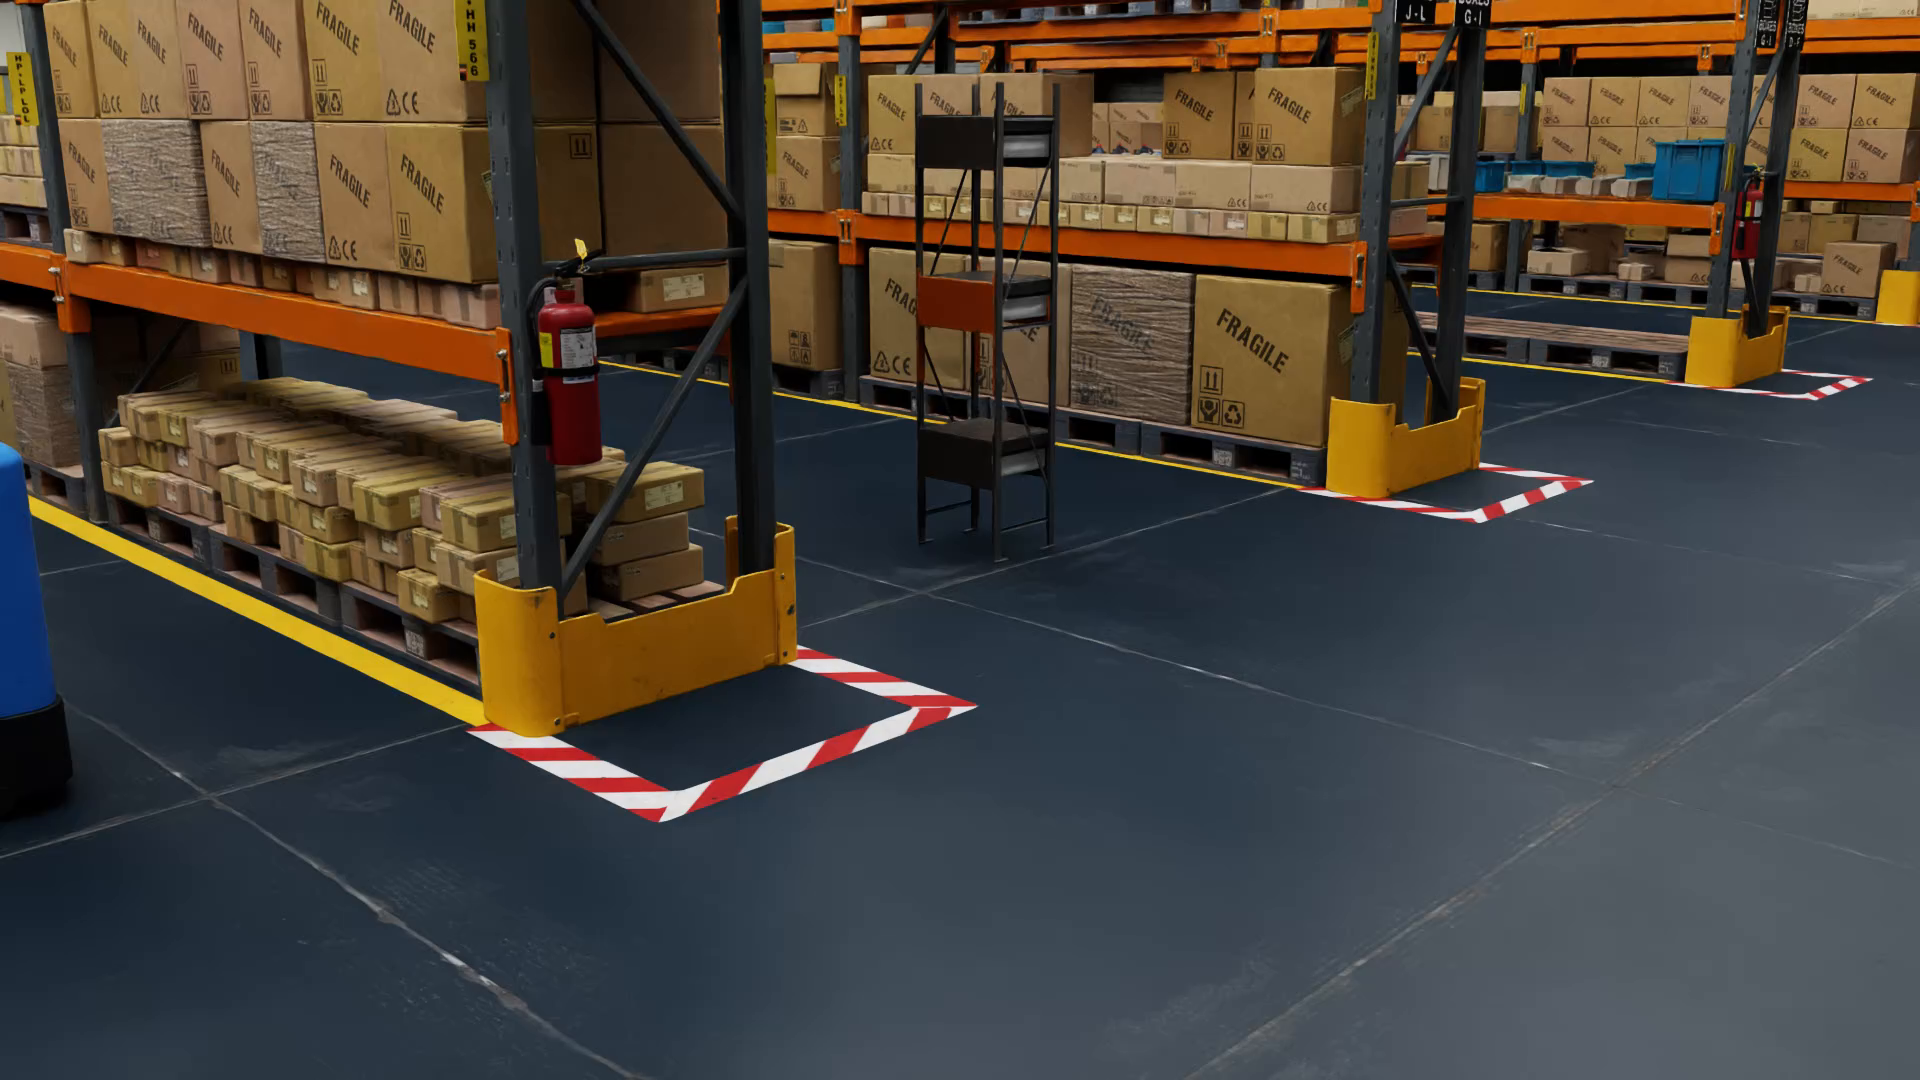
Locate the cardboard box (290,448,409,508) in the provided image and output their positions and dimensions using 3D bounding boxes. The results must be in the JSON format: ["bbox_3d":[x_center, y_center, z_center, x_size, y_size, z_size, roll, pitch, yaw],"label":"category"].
[{"bbox_3d":[-2.404,-0.248,6.576,0.380,0.149,0.250,-14,20,-42],"label":"cardboard box"}]

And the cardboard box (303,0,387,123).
[{"bbox_3d":[-1.924,-1.719,5.809,0.500,0.500,0.500,13,19,40],"label":"cardboard box"}]

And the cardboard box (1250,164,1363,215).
[{"bbox_3d":[1.925,-1.910,9.020,0.500,0.250,0.500,13,20,41],"label":"cardboard box"}]

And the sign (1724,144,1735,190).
[{"bbox_3d":[5.526,-2.677,11.934,0.005,0.325,0.100,14,20,42],"label":"sign"}]

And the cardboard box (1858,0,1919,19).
[{"bbox_3d":[8.784,-5.020,15.599,0.500,0.250,0.500,14,20,42],"label":"cardboard box"}]

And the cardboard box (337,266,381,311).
[{"bbox_3d":[-2.032,-0.935,6.071,0.380,0.149,0.250,-14,20,-43],"label":"cardboard box"}]

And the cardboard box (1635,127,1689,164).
[{"bbox_3d":[7.365,-4.032,17.259,0.500,0.500,0.500,14,20,42],"label":"cardboard box"}]

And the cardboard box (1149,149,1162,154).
[{"bbox_3d":[2.621,-5.091,22.019,0.380,0.149,0.250,-13,19,-40],"label":"cardboard box"}]

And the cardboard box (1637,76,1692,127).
[{"bbox_3d":[7.343,-4.518,17.141,0.500,0.500,0.500,13,19,41],"label":"cardboard box"}]

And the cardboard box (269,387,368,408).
[{"bbox_3d":[-3.104,-0.636,8.065,0.250,0.149,0.380,13,20,42],"label":"cardboard box"}]

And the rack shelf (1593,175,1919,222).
[{"bbox_3d":[7.897,-3.601,17.231,4.000,0.370,1.077,14,20,42],"label":"rack shelf"}]

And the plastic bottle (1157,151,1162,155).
[{"bbox_3d":[1.980,-3.734,16.568,0.097,0.271,0.097,0,15,0],"label":"plastic bottle"}]

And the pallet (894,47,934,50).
[{"bbox_3d":[-0.808,-7.466,24.864,1.213,0.211,1.003,14,20,42],"label":"pallet"}]

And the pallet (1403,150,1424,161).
[{"bbox_3d":[4.981,-4.567,19.891,1.213,0.211,1.003,14,20,42],"label":"pallet"}]

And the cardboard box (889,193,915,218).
[{"bbox_3d":[-0.250,-2.222,11.010,0.250,0.149,0.380,13,19,40],"label":"cardboard box"}]

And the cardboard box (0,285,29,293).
[{"bbox_3d":[-5.775,-1.334,9.738,0.500,0.250,0.500,14,20,43],"label":"cardboard box"}]

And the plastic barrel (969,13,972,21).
[{"bbox_3d":[0.126,-5.717,17.752,0.421,0.512,0.421,0,15,0],"label":"plastic barrel"}]

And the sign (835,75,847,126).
[{"bbox_3d":[-0.791,-2.924,11.065,0.005,0.325,0.100,14,20,42],"label":"sign"}]

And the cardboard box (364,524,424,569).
[{"bbox_3d":[-2.010,-0.018,6.284,0.250,0.149,0.380,13,19,40],"label":"cardboard box"}]

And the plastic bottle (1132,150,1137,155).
[{"bbox_3d":[1.734,-3.784,16.739,0.133,0.283,0.061,14,20,42],"label":"plastic bottle"}]

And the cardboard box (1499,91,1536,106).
[{"bbox_3d":[7.912,-6.157,23.298,0.500,0.250,0.500,14,20,43],"label":"cardboard box"}]

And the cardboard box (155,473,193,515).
[{"bbox_3d":[-3.491,-0.240,7.726,0.250,0.149,0.380,14,20,42],"label":"cardboard box"}]

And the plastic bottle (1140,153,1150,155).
[{"bbox_3d":[1.786,-3.527,15.765,0.135,0.276,0.152,14,20,42],"label":"plastic bottle"}]

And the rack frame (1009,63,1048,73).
[{"bbox_3d":[1.255,-7.299,29.997,0.127,3.000,1.000,14,20,42],"label":"rack frame"}]

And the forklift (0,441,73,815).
[{"bbox_3d":[-4.062,-0.475,3.942,3.031,2.935,1.130,-13,20,-41],"label":"forklift"}]

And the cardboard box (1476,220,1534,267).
[{"bbox_3d":[6.278,-3.432,19.238,0.500,0.500,0.500,13,19,40],"label":"cardboard box"}]

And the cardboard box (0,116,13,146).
[{"bbox_3d":[-4.740,-2.116,8.590,0.250,0.149,0.380,13,19,40],"label":"cardboard box"}]

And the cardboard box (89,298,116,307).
[{"bbox_3d":[-4.670,-1.246,9.402,0.500,0.250,0.500,-14,20,-43],"label":"cardboard box"}]

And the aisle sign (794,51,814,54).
[{"bbox_3d":[-2.441,-7.613,26.047,0.004,0.787,0.394,14,20,42],"label":"aisle sign"}]

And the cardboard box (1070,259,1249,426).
[{"bbox_3d":[1.287,-1.234,10.099,0.875,0.875,0.875,14,20,42],"label":"cardboard box"}]

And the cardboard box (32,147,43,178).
[{"bbox_3d":[-4.360,-1.879,8.269,0.380,0.149,0.250,-14,20,-42],"label":"cardboard box"}]

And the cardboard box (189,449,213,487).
[{"bbox_3d":[-3.261,-0.354,7.571,0.250,0.149,0.380,12,19,39],"label":"cardboard box"}]

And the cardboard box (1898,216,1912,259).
[{"bbox_3d":[11.839,-3.685,20.249,0.500,0.500,0.700,14,20,42],"label":"cardboard box"}]

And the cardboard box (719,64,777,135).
[{"bbox_3d":[-1.373,-3.268,12.338,0.637,0.503,0.797,14,20,43],"label":"cardboard box"}]

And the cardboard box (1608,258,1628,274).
[{"bbox_3d":[7.376,-3.030,18.392,0.250,0.149,0.380,14,20,42],"label":"cardboard box"}]

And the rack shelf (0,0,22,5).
[{"bbox_3d":[-5.376,-3.073,9.254,4.000,0.370,1.077,14,20,42],"label":"rack shelf"}]

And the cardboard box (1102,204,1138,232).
[{"bbox_3d":[1.050,-1.907,9.799,0.250,0.149,0.380,14,20,42],"label":"cardboard box"}]

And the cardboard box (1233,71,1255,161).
[{"bbox_3d":[1.940,-2.457,9.632,0.500,0.500,0.500,13,19,41],"label":"cardboard box"}]

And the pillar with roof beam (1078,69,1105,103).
[{"bbox_3d":[-0.629,-9.455,26.374,0.400,9.000,9.100,14,20,42],"label":"pillar with roof beam"}]

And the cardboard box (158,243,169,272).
[{"bbox_3d":[-3.302,-1.271,7.360,0.250,0.149,0.380,13,19,40],"label":"cardboard box"}]

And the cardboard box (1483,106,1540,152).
[{"bbox_3d":[6.272,-4.674,18.892,0.500,0.500,0.700,7,16,24],"label":"cardboard box"}]

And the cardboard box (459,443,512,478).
[{"bbox_3d":[-1.809,-0.306,6.800,0.250,0.149,0.380,12,19,40],"label":"cardboard box"}]

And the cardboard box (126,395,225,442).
[{"bbox_3d":[-3.675,-0.574,7.827,0.380,0.149,0.250,-13,20,-41],"label":"cardboard box"}]

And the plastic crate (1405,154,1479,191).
[{"bbox_3d":[3.988,-3.072,13.889,0.530,0.282,0.437,14,20,42],"label":"plastic crate"}]

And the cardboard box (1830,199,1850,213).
[{"bbox_3d":[11.146,-4.236,21.080,0.250,0.149,0.380,14,20,43],"label":"cardboard box"}]

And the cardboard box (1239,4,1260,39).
[{"bbox_3d":[3.915,-6.429,20.510,0.500,0.500,0.910,14,20,42],"label":"cardboard box"}]

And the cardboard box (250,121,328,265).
[{"bbox_3d":[-2.298,-1.322,6.267,0.500,0.500,0.500,14,20,42],"label":"cardboard box"}]

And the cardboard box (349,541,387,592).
[{"bbox_3d":[-2.153,0.073,6.522,0.250,0.149,0.380,14,20,43],"label":"cardboard box"}]

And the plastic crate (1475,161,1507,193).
[{"bbox_3d":[4.240,-2.962,13.563,0.300,0.233,0.416,14,20,42],"label":"plastic crate"}]

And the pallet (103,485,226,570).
[{"bbox_3d":[-3.429,-0.159,8.123,1.213,0.211,1.003,14,20,42],"label":"pallet"}]

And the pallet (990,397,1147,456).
[{"bbox_3d":[0.954,-0.792,10.552,1.213,0.211,1.003,14,20,42],"label":"pallet"}]

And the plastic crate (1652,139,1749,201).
[{"bbox_3d":[5.526,-2.772,12.432,0.499,0.435,0.616,14,20,42],"label":"plastic crate"}]

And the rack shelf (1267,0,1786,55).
[{"bbox_3d":[4.456,-4.154,13.405,4.000,0.370,1.077,14,20,42],"label":"rack shelf"}]

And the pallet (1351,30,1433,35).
[{"bbox_3d":[5.288,-5.968,19.310,1.003,0.211,1.213,14,20,42],"label":"pallet"}]

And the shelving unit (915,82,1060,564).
[{"bbox_3d":[0.119,-0.987,7.556,0.503,2.100,0.431,14,20,42],"label":"shelving unit"}]

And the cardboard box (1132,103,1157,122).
[{"bbox_3d":[3.216,-7.012,27.665,0.500,0.500,0.500,14,20,42],"label":"cardboard box"}]

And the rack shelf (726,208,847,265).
[{"bbox_3d":[-1.861,-2.504,13.019,4.000,0.370,1.077,14,20,42],"label":"rack shelf"}]
